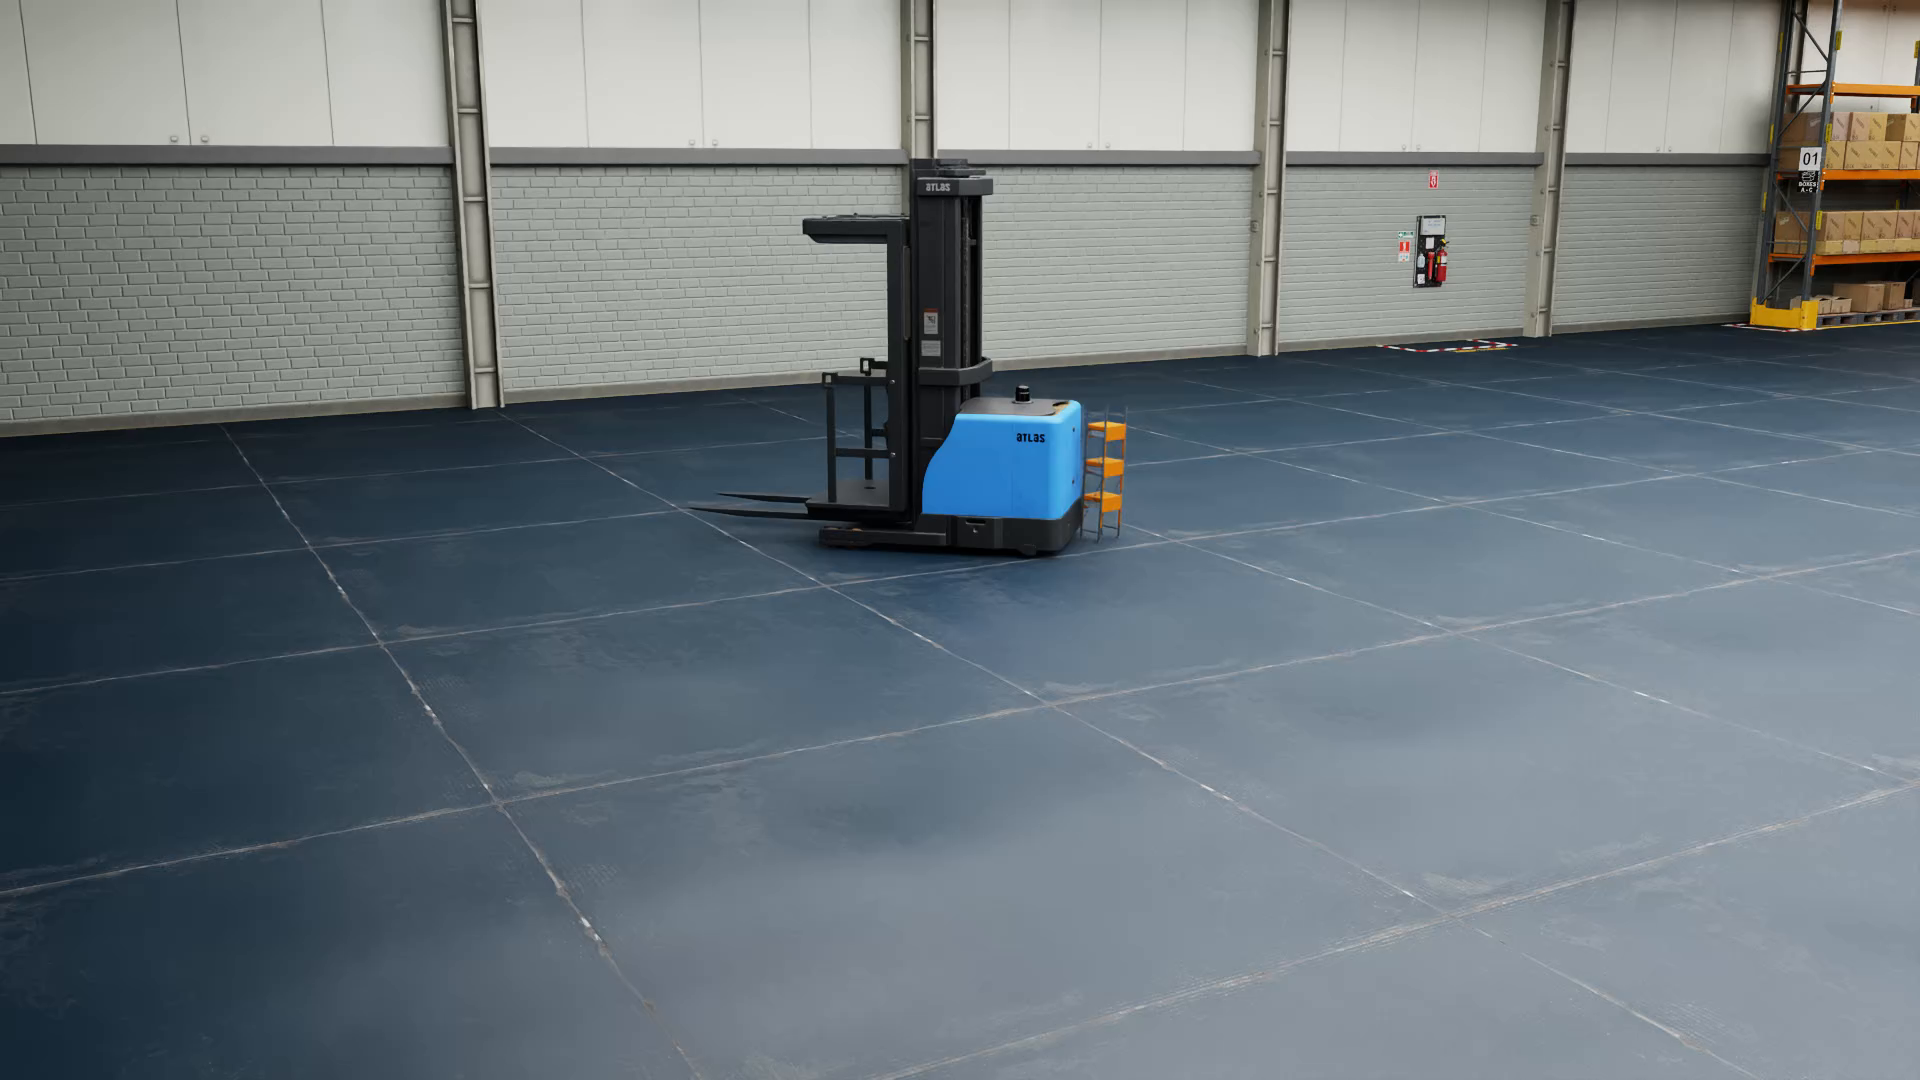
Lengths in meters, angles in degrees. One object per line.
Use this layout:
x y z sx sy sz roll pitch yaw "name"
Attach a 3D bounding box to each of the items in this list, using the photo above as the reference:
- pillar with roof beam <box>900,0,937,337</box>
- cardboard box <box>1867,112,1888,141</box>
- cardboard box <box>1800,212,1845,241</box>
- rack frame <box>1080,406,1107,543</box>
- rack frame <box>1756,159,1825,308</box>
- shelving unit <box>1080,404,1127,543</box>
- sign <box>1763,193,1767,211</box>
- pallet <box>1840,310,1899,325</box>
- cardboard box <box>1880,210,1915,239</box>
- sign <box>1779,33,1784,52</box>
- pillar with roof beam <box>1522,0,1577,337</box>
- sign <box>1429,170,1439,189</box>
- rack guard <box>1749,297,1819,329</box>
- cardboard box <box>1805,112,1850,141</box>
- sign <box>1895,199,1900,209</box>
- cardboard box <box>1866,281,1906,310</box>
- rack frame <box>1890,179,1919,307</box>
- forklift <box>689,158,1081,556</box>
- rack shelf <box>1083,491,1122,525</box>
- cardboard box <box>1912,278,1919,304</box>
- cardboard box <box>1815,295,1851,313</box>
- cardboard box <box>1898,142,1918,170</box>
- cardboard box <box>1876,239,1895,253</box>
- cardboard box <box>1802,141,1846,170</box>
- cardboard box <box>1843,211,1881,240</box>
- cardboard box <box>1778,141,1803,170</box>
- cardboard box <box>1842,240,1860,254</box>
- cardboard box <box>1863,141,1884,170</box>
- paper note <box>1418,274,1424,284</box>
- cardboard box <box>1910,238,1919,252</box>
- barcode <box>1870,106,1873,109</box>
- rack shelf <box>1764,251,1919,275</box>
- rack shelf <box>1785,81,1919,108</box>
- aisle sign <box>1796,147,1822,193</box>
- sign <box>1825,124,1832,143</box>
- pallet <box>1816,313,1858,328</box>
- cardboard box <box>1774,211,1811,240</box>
1.512 -5.829 18.515 0.400 9.000 9.100 -7 14 -28 "pillar with roof beam"
16.412 -7.488 30.166 0.500 0.500 0.500 -6 14 -26 "cardboard box"
15.612 -5.680 30.104 0.500 0.500 0.500 -7 14 -28 "cardboard box"
1.038 -0.509 12.943 0.200 1.050 0.008 14 18 42 "rack frame"
15.049 -5.385 30.206 0.127 3.000 1.000 -7 14 -28 "rack frame"
1.123 -0.526 13.029 0.215 1.050 0.252 14 18 42 "shelving unit"
14.800 -6.213 30.529 0.005 0.325 0.100 -7 14 -28 "sign"
16.915 -4.239 31.464 1.213 0.211 1.003 -7 14 -28 "pallet"
17.410 -5.895 31.058 0.500 0.500 0.500 -7 15 -29 "cardboard box"
14.801 -8.954 29.913 0.005 0.325 0.100 -7 14 -28 "sign"
12.045 -7.092 24.124 0.400 9.000 9.100 -7 14 -28 "pillar with roof beam"
7.740 -5.891 27.174 0.199 0.298 0.001 -7 14 -28 "sign"
15.115 -4.174 30.516 0.348 0.500 1.175 -7 14 -28 "rack guard"
15.503 -7.389 29.726 0.500 0.500 0.500 -8 15 -32 "cardboard box"
18.291 -6.477 32.423 0.005 0.325 0.100 -7 14 -28 "sign"
17.668 -4.684 31.783 0.500 0.500 0.500 -8 15 -32 "cardboard box"
18.560 -5.806 32.076 0.127 3.000 1.000 -7 14 -28 "rack frame"
-0.607 -1.462 12.929 3.031 2.935 1.130 3 13 13 "forklift"
1.113 -0.245 13.094 0.215 0.259 0.240 14 18 42 "rack shelf"
19.198 -4.882 32.661 0.500 0.500 0.700 -6 14 -26 "cardboard box"
16.200 -4.404 30.966 0.500 0.311 0.500 -6 14 -23 "cardboard box"
17.317 -7.111 30.769 0.500 0.500 0.500 -7 15 -30 "cardboard box"
16.973 -5.475 30.899 0.500 0.250 0.500 -7 14 -27 "cardboard box"
15.462 -6.894 29.806 0.500 0.500 0.500 -6 14 -26 "cardboard box"
16.507 -5.783 30.563 0.500 0.500 0.500 -7 15 -30 "cardboard box"
15.294 -7.000 30.276 0.500 0.500 0.500 -6 14 -24 "cardboard box"
16.078 -5.369 30.432 0.500 0.250 0.500 -7 15 -30 "cardboard box"
16.404 -6.999 30.273 0.500 0.500 0.500 -6 14 -25 "cardboard box"
7.607 -4.307 27.420 0.142 0.148 0.016 -7 14 -28 "paper note"
17.848 -5.584 31.384 0.500 0.250 0.500 -7 14 -28 "cardboard box"
17.134 -8.133 31.257 0.075 0.075 0.001 -7 14 -28 "barcode"
16.804 -5.245 31.220 4.000 0.370 1.077 -7 14 -28 "rack shelf"
16.804 -8.170 30.562 4.000 0.370 1.077 -7 14 -28 "rack shelf"
15.129 -6.588 29.630 0.004 0.787 0.394 -7 14 -28 "aisle sign"
15.309 -7.171 29.316 0.005 0.325 0.100 -7 14 -28 "sign"
15.845 -4.111 30.898 1.213 0.211 1.003 -7 14 -28 "pallet"
15.361 -5.778 30.541 0.500 0.500 0.500 -7 14 -28 "cardboard box"
